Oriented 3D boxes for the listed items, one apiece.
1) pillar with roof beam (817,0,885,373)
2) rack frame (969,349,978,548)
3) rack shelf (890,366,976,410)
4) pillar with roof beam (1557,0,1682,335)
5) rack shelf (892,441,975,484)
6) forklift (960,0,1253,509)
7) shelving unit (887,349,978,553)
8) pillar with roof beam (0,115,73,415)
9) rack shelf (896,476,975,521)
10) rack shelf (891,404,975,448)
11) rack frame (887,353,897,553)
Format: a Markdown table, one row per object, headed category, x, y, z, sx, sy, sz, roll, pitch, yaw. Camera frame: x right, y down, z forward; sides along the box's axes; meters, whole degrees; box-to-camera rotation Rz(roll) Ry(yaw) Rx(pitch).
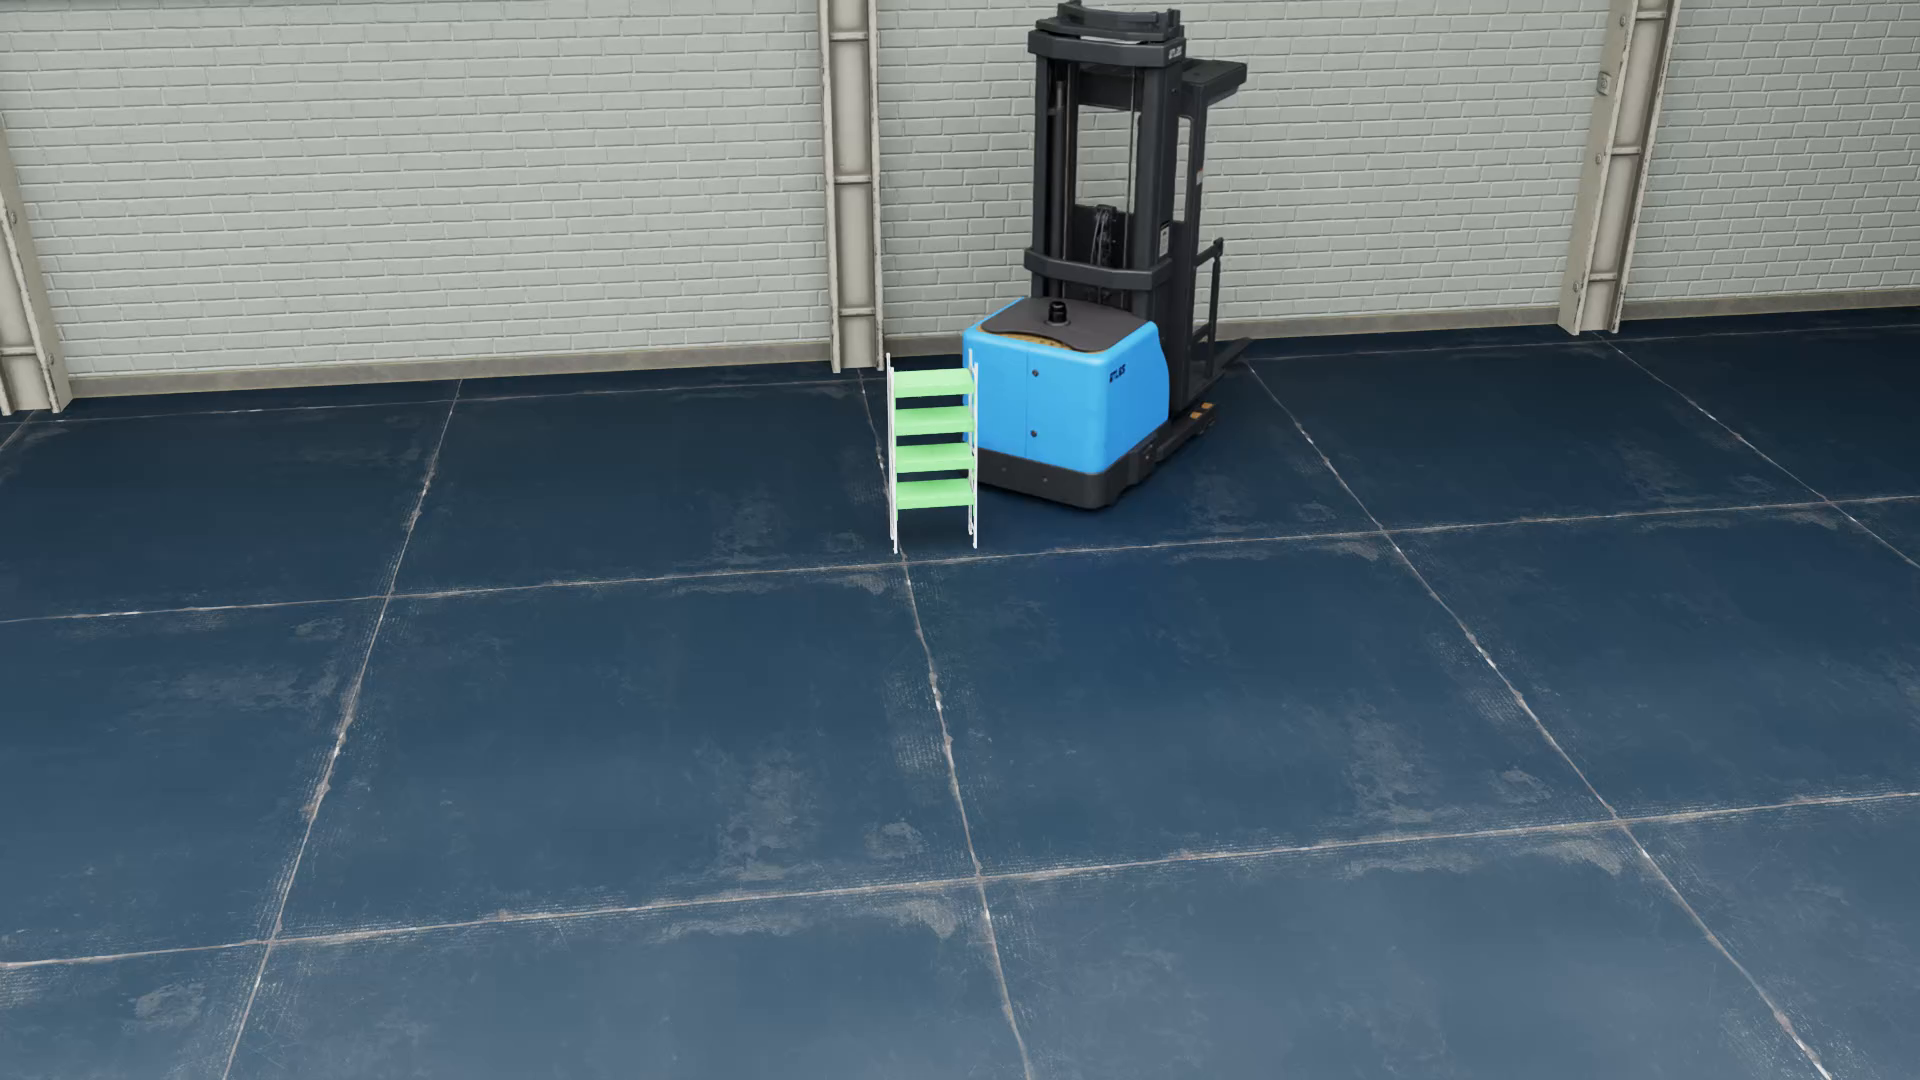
| category | x | y | z | sx | sy | sz | roll | pitch | yaw |
| --- | --- | --- | --- | --- | --- | --- | --- | --- | --- |
| pillar with roof beam | -0.197 | -3.420 | 7.059 | 0.400 | 9.000 | 9.100 | -4 | 27 | -7 |
| rack frame | 0.078 | -0.539 | 9.986 | 0.015 | 1.200 | 0.240 | -4 | 27 | -7 |
| rack shelf | -0.164 | -0.894 | 9.766 | 0.480 | 0.148 | 0.258 | -4 | 27 | -7 |
| pillar with roof beam | 5.745 | -3.802 | 7.802 | 0.400 | 9.000 | 9.100 | -4 | 27 | -7 |
| rack shelf | -0.164 | -0.466 | 9.985 | 0.480 | 0.148 | 0.258 | -4 | 27 | -7 |
| forklift | 1.187 | -2.135 | 11.200 | 1.130 | 2.935 | 3.031 | 15 | 31 | 27 |
| shelving unit | -0.164 | -0.523 | 9.956 | 0.503 | 1.200 | 0.258 | -4 | 27 | -7 |
| pillar with roof beam | -6.138 | -3.039 | 6.315 | 0.400 | 9.000 | 9.100 | -4 | 27 | -7 |
| rack shelf | -0.164 | -0.253 | 10.094 | 0.480 | 0.148 | 0.258 | -4 | 27 | -7 |
| rack shelf | -0.164 | -0.680 | 9.875 | 0.480 | 0.148 | 0.258 | -4 | 27 | -7 |
| rack frame | -0.406 | -0.508 | 9.925 | 0.015 | 1.200 | 0.240 | -4 | 27 | -7 |
